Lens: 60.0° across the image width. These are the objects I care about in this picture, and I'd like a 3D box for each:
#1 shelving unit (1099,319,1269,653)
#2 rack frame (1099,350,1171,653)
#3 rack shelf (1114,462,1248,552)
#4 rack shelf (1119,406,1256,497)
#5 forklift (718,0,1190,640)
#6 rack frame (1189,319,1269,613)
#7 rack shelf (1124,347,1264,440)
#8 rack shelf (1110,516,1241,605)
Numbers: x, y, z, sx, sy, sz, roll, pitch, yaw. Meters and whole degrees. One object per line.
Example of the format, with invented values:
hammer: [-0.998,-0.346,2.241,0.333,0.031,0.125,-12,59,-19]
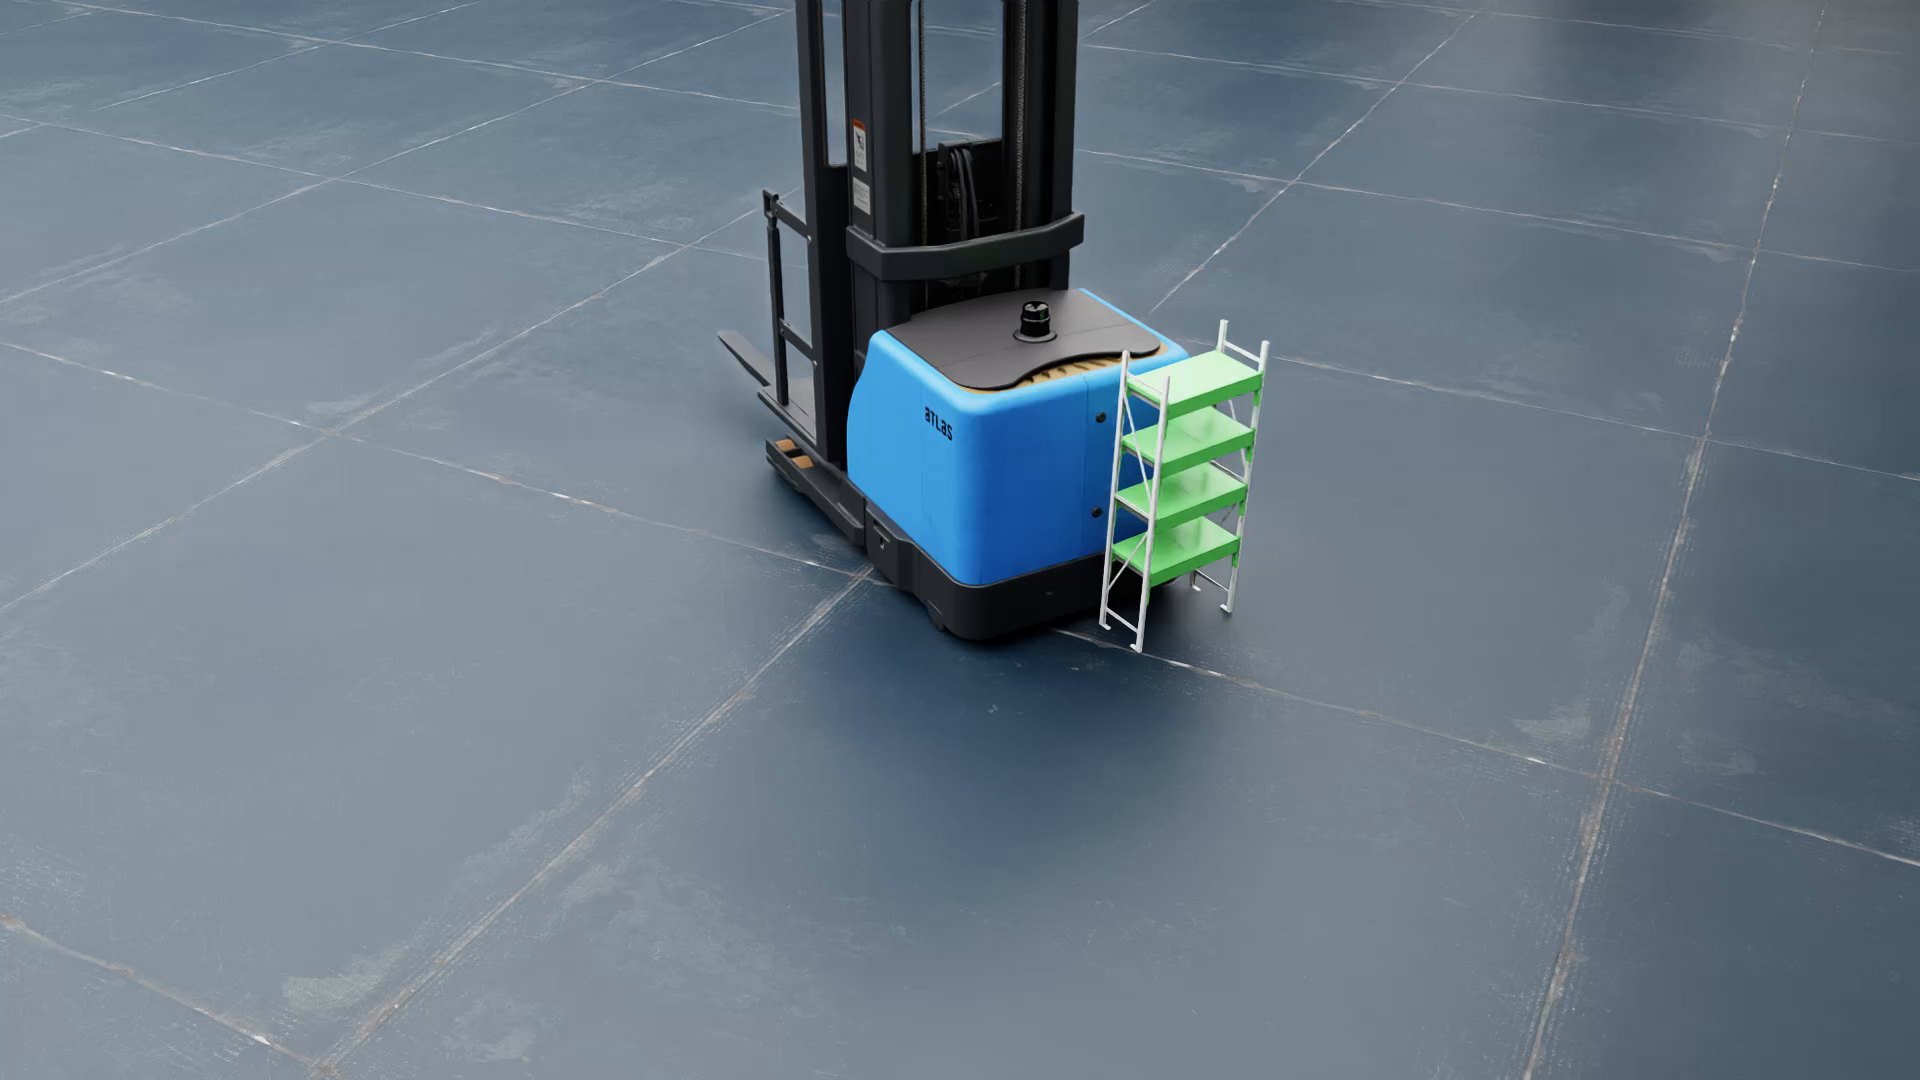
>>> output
shelving unit: [0.846,-0.195,6.373,0.503,1.200,0.258,-20,38,-31]
rack frame: [0.649,-0.123,6.248,0.015,1.200,0.240,-20,38,-31]
rack shelf: [0.844,-0.141,6.407,0.480,0.148,0.258,-20,38,-31]
rack shelf: [0.851,-0.345,6.280,0.480,0.148,0.258,-20,38,-31]
forklift: [-0.248,-1.588,7.073,1.130,2.935,3.031,-15,33,-25]
rack frame: [1.042,-0.268,6.499,0.015,1.200,0.240,-20,38,-31]
rack shelf: [0.857,-0.548,6.153,0.480,0.148,0.258,-20,38,-31]
rack shelf: [0.838,0.062,6.534,0.480,0.148,0.258,-20,38,-31]
